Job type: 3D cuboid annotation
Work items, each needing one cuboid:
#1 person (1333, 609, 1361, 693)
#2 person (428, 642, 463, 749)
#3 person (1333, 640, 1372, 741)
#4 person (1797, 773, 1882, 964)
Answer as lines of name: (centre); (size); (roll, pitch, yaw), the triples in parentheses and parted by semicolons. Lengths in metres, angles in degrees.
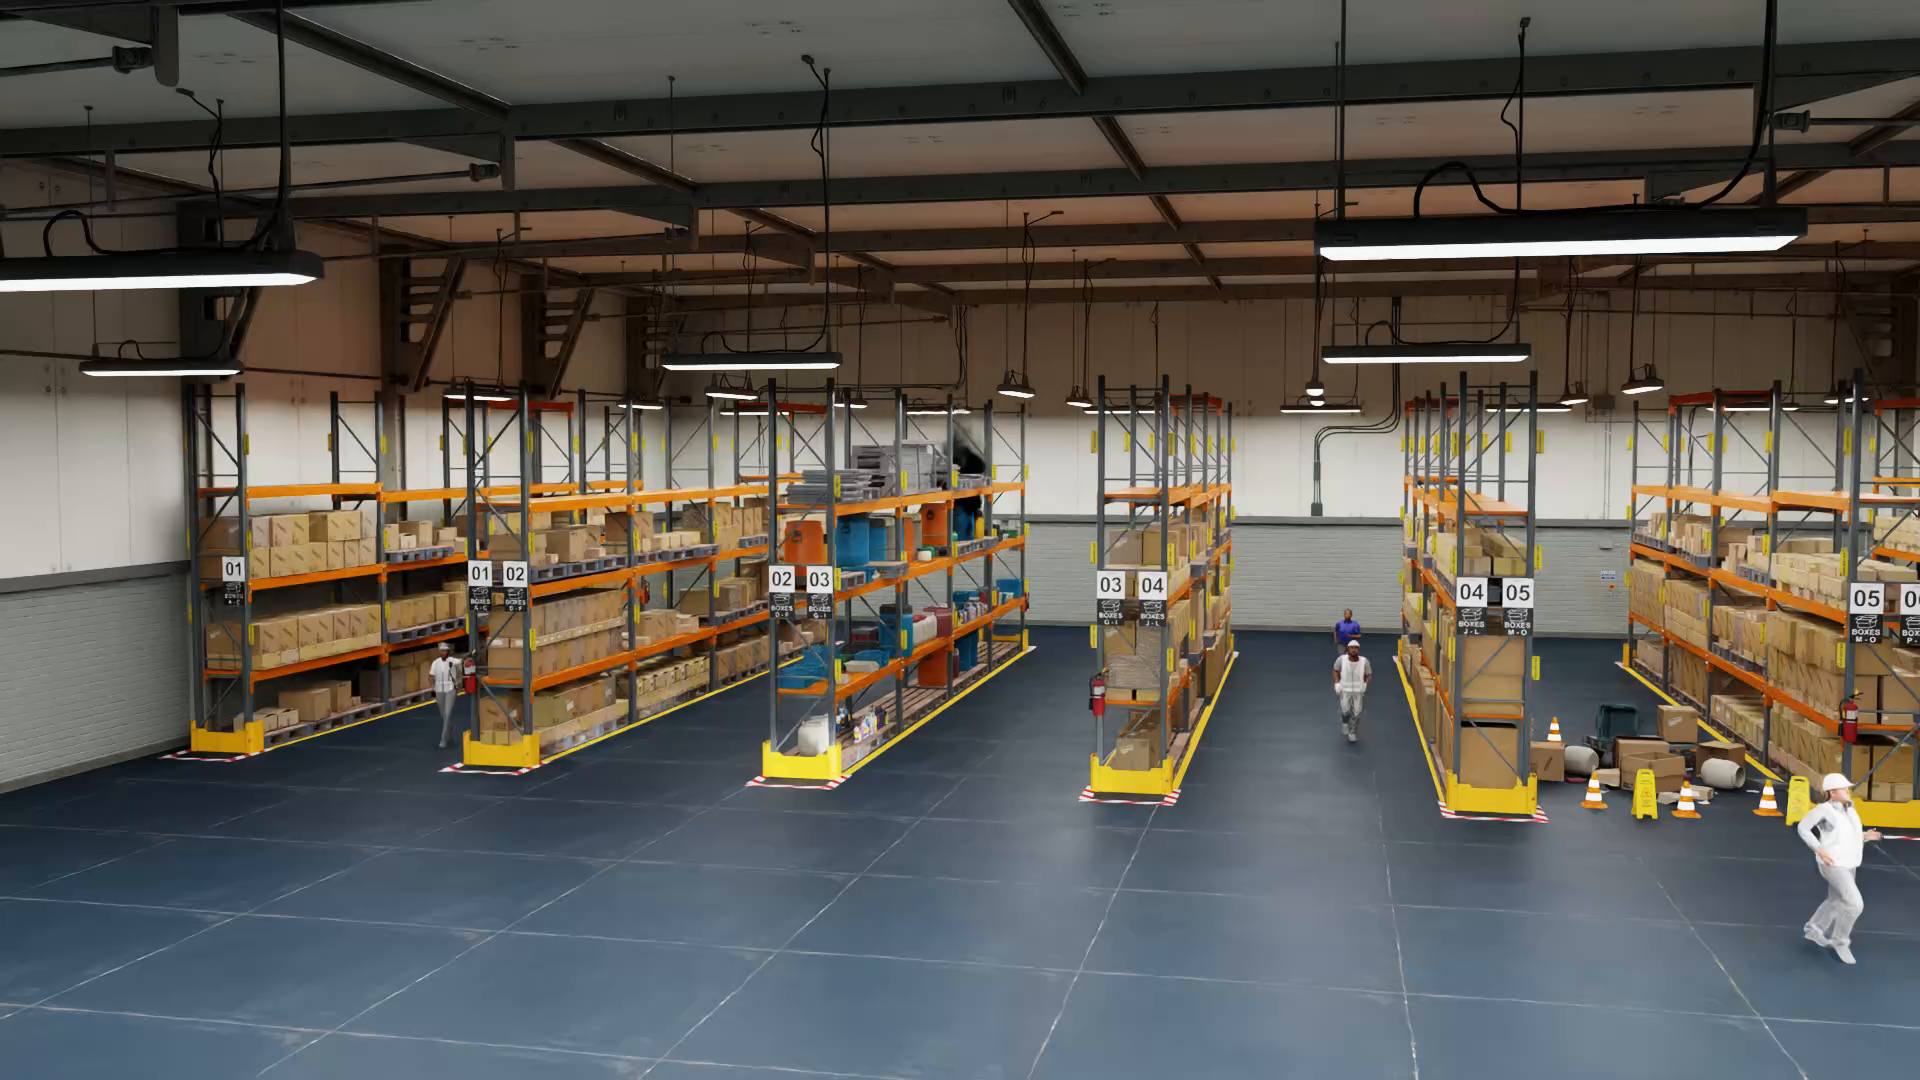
person: (7.855, 2.245, 33.745); (0.562, 1.669, 0.863); (1, 3, 15)
person: (-8.605, 2.564, 27.846); (0.587, 1.729, 0.895); (0, 3, 4)
person: (6.610, 2.543, 28.000); (0.628, 1.715, 0.601); (1, 3, 9)
person: (8.590, 3.194, 16.237); (0.637, 1.824, 0.715); (-2, 4, -35)
